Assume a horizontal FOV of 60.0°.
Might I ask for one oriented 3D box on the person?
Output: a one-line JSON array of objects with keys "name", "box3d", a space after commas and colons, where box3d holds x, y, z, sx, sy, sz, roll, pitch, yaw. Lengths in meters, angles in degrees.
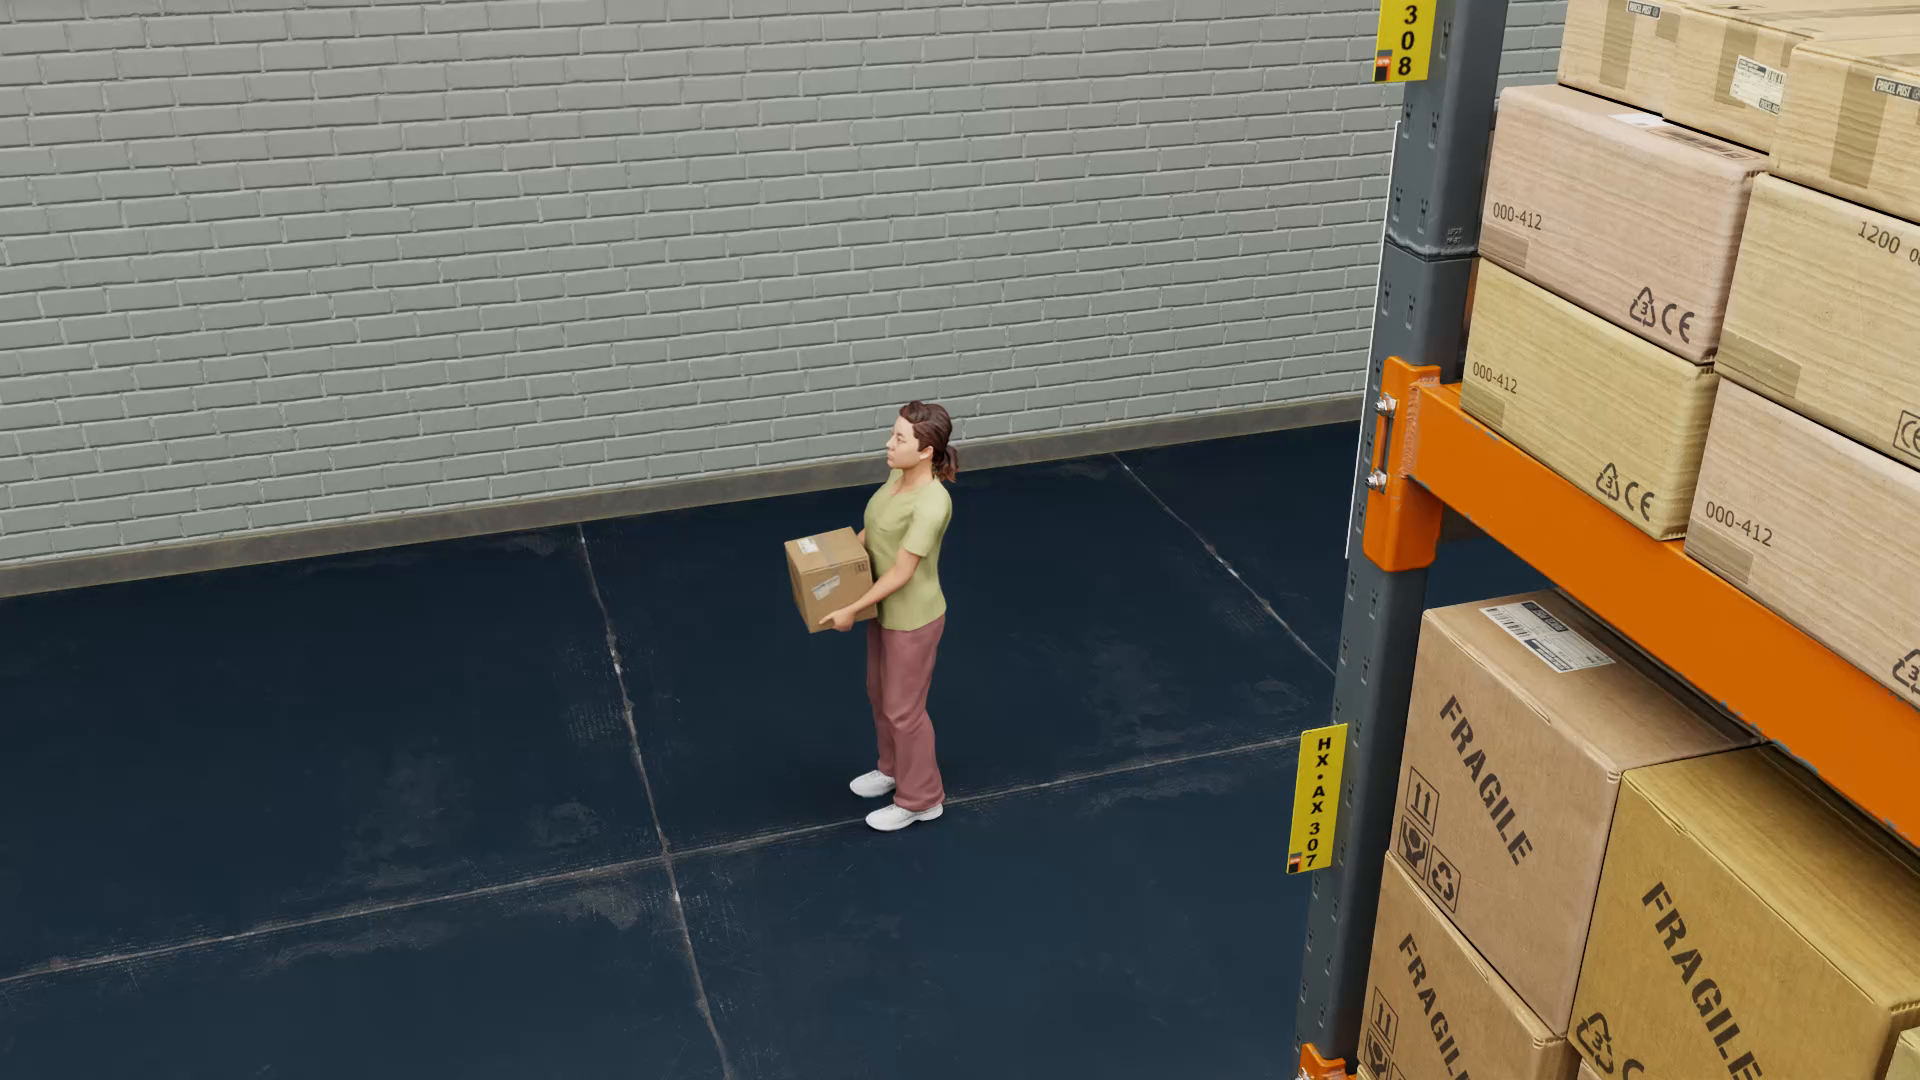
[{"name": "person", "box3d": [-0.267, 0.286, 6.054, 0.559, 1.662, 0.427, -8, 28, -16]}]
